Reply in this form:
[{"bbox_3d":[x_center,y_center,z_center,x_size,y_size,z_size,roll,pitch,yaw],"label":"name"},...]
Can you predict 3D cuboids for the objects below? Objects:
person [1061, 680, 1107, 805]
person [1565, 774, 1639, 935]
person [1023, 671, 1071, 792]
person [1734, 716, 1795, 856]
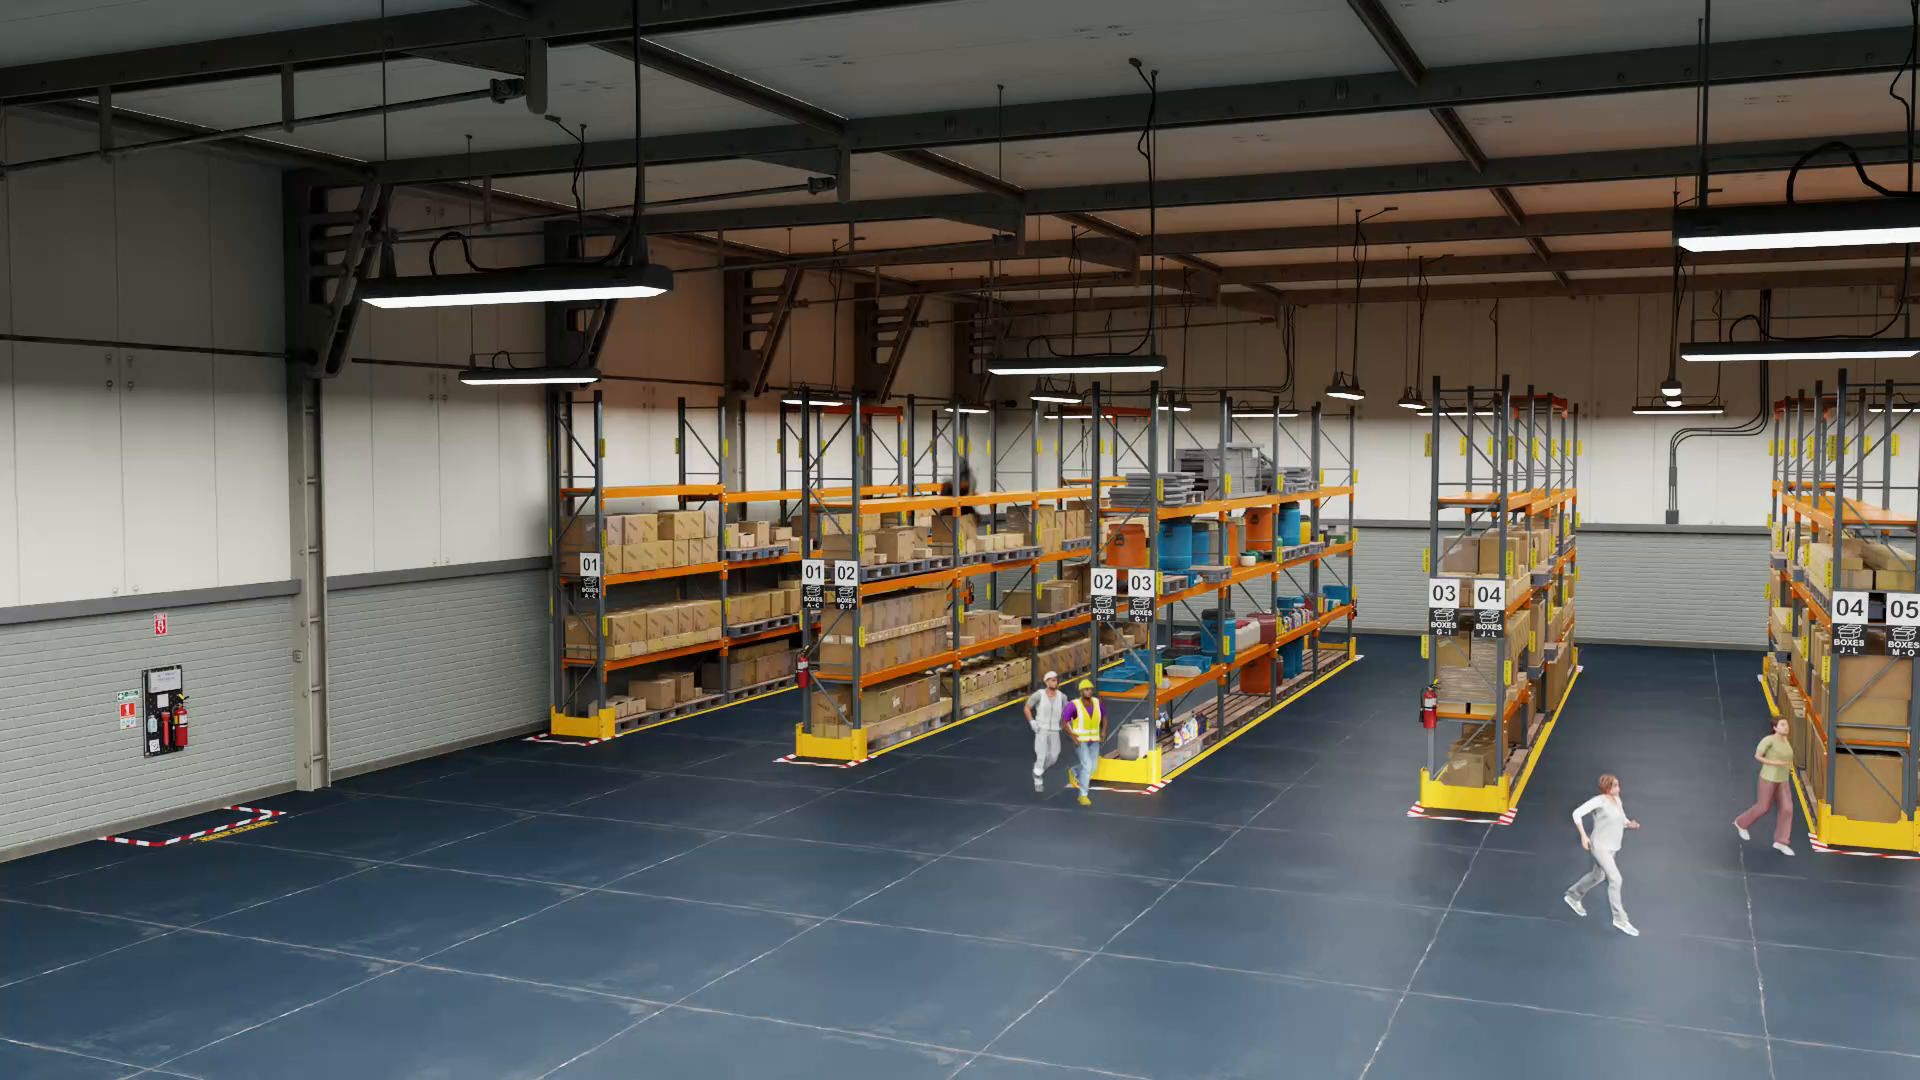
[{"bbox_3d":[1.747,2.837,23.613,0.715,1.750,0.674,-1,3,-24],"label":"person"},{"bbox_3d":[6.680,3.220,17.306,0.520,1.612,0.855,-3,4,-39],"label":"person"},{"bbox_3d":[1.293,2.793,24.386,0.725,1.736,0.552,-1,3,-16],"label":"person"},{"bbox_3d":[10.161,3.022,20.792,0.589,1.680,0.881,-1,3,-18],"label":"person"}]
